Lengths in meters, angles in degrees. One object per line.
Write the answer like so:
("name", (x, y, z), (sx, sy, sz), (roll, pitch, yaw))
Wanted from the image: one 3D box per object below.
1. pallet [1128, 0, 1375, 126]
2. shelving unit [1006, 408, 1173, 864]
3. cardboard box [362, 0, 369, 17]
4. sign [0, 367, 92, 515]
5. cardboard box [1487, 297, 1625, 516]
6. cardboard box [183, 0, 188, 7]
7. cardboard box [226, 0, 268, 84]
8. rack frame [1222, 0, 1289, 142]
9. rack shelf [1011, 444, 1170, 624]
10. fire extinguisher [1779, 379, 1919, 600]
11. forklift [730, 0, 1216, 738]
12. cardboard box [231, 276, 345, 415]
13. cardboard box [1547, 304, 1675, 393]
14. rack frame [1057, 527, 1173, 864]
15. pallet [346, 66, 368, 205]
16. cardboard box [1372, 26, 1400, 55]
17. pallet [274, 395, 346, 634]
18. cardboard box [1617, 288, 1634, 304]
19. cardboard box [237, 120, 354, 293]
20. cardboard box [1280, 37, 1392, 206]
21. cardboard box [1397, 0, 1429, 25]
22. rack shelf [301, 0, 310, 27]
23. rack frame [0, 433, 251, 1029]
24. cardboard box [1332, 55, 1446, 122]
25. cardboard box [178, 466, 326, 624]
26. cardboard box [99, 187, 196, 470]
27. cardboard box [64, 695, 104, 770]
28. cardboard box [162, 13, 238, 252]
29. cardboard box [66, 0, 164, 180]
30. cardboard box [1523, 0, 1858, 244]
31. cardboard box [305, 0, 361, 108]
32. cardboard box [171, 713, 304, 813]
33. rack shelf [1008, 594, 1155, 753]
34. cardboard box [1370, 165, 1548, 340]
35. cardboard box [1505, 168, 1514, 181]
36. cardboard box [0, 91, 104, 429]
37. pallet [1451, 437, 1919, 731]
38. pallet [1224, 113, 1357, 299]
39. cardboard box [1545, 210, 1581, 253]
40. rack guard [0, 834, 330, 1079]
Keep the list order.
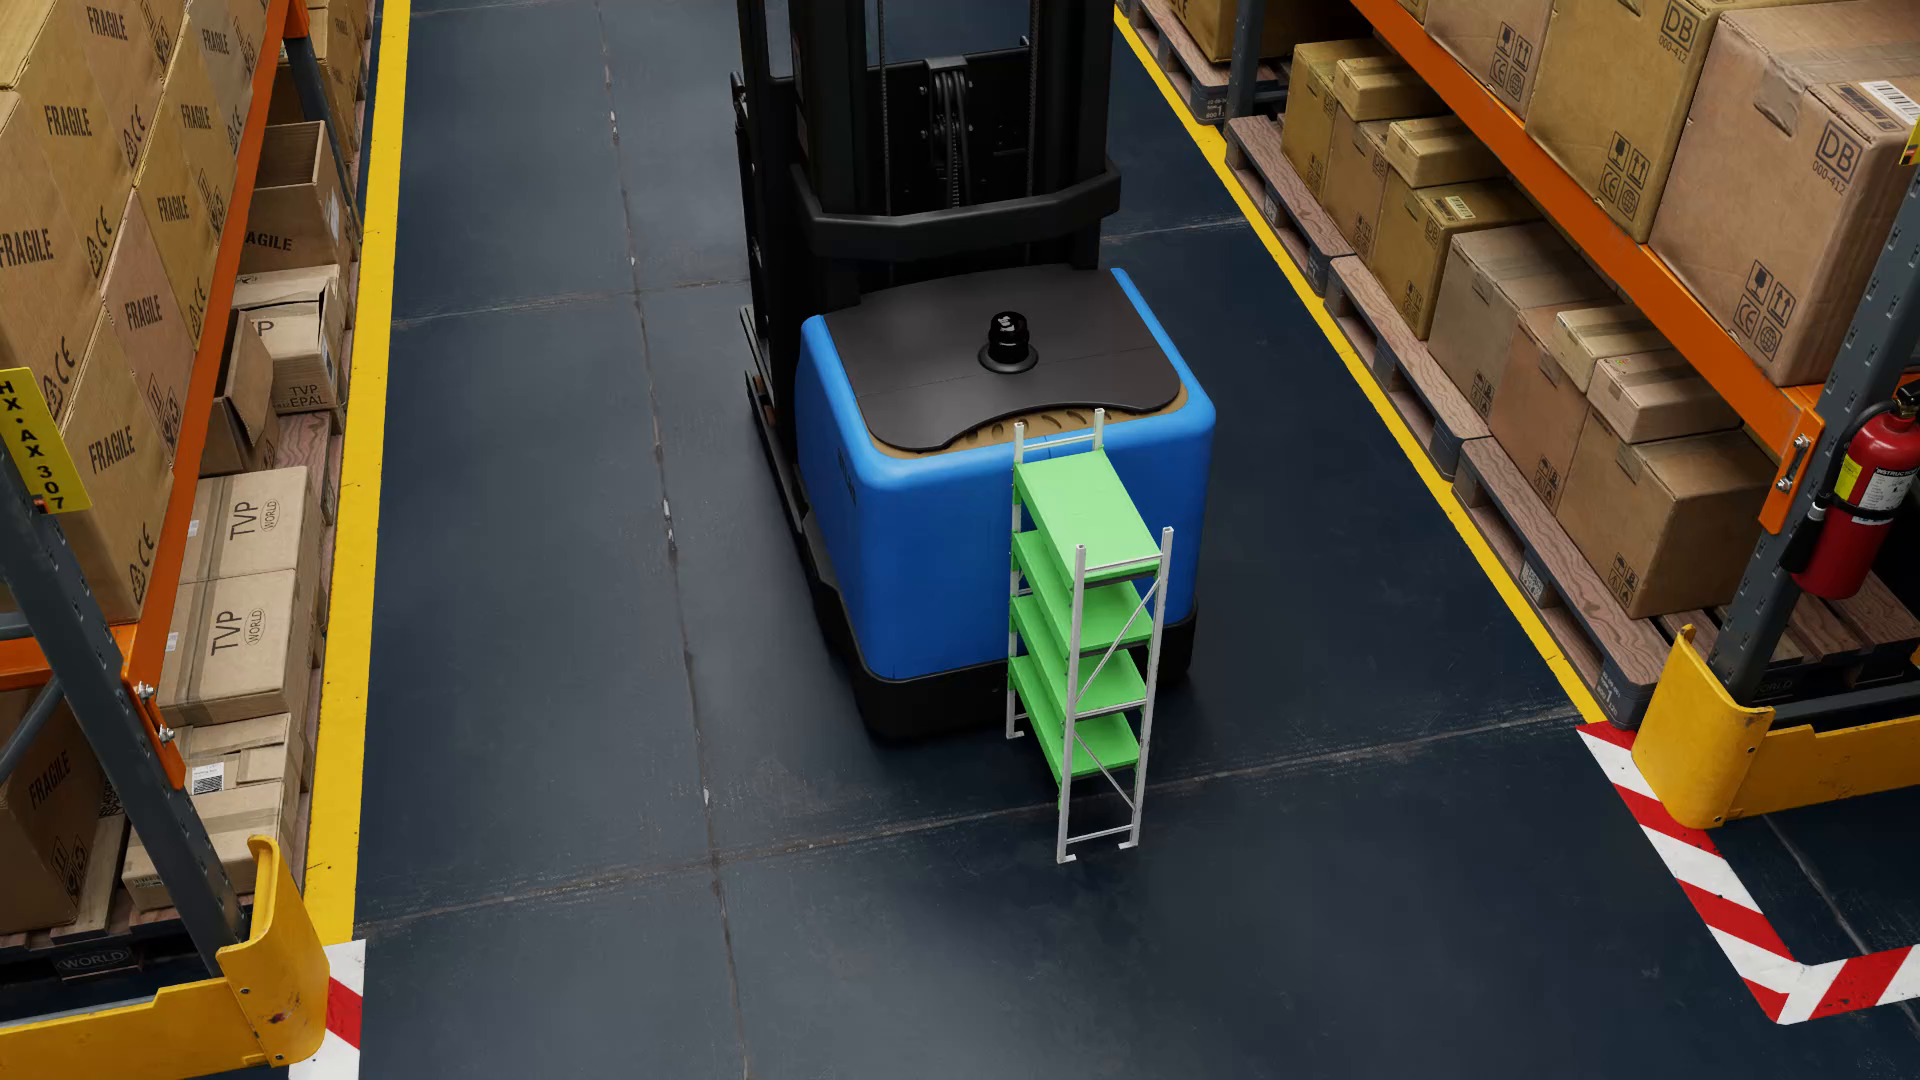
("pallet", (1.510, -2.526, 8.436), (1.003, 0.211, 1.213), (-8, 42, -9))
("shelving unit", (0.325, 0.288, 4.522), (0.258, 1.200, 0.503), (-11, 43, -12))
("cardboard box", (-3.288, -2.942, 8.356), (0.500, 0.500, 0.500), (-10, 43, -11))
("sign", (-1.693, -0.176, 3.036), (0.100, 0.325, 0.005), (-8, 42, -9))
("cardboard box", (2.257, -0.472, 5.589), (0.700, 0.500, 0.500), (-8, 42, -9))
("cardboard box", (-2.502, -1.829, 4.723), (0.500, 0.500, 0.500), (-8, 42, -9))
("cardboard box", (-2.615, -1.783, 5.424), (0.500, 0.500, 0.500), (-7, 42, -8))
("rack frame", (1.750, -3.079, 6.959), (1.000, 3.000, 0.127), (-8, 42, -9))
("rack shelf", (0.325, -0.023, 4.246), (0.258, 0.148, 0.480), (-11, 43, -12))
("fire extinguisher", (2.195, -0.154, 4.003), (0.296, 0.674, 0.183), (-8, 42, -9))
("forklift", (-0.172, -1.495, 5.226), (1.130, 2.935, 3.031), (-11, 43, -12))
("cardboard box", (-2.524, -0.711, 5.986), (0.500, 0.311, 0.500), (-8, 42, -9))
("cardboard box", (2.103, -0.613, 5.259), (0.380, 0.149, 0.250), (-7, 42, -8))
("rack frame", (0.392, 0.444, 4.347), (0.240, 1.200, 0.015), (-11, 43, -12))
("pallet", (-3.298, -1.846, 7.671), (1.003, 0.211, 1.213), (-8, 42, -9))
("cardboard box", (1.974, -2.167, 7.010), (0.380, 0.149, 0.250), (-9, 42, -10))
("pallet", (-2.672, -0.086, 5.688), (1.003, 0.211, 1.213), (-8, 42, -9))
("cardboard box", (2.423, -0.829, 5.502), (0.380, 0.149, 0.250), (-8, 42, -9))
("cardboard box", (-2.686, -1.268, 6.471), (0.500, 0.500, 0.500), (-8, 42, -9))
("cardboard box", (1.811, -1.802, 7.087), (0.700, 0.500, 0.500), (-8, 42, -9))
("cardboard box", (2.003, -2.364, 5.927), (0.980, 0.700, 0.700), (-9, 42, -10))
("rack shelf", (-3.518, -3.394, 7.856), (1.077, 0.370, 4.000), (-8, 42, -9))
("rack frame", (-2.223, 0.226, 3.236), (1.000, 3.000, 0.127), (-8, 42, -9))
("cardboard box", (1.707, -1.796, 6.592), (0.380, 0.149, 0.250), (-7, 42, -8))
("cardboard box", (-2.279, 0.048, 5.176), (0.500, 0.250, 0.500), (-8, 42, -9))
("cardboard box", (-2.177, -0.471, 3.945), (0.500, 0.500, 0.500), (-9, 42, -10))
("cardboard box", (-2.580, 0.528, 4.698), (0.380, 0.166, 0.250), (-8, 42, -9))
("cardboard box", (-2.389, -1.121, 4.678), (0.500, 0.500, 0.500), (-8, 42, -9))
("cardboard box", (-2.284, -1.174, 3.984), (0.500, 0.500, 0.500), (-8, 42, -9))
("cardboard box", (2.326, -1.398, 4.839), (0.980, 0.700, 0.700), (-9, 42, -10))
("cardboard box", (-3.078, -2.289, 7.621), (0.500, 0.500, 0.500), (-8, 42, -9))
("cardboard box", (-2.031, 0.638, 4.574), (0.380, 0.166, 0.250), (-8, 42, -9))
("rack shelf", (0.325, 0.336, 4.564), (0.258, 0.148, 0.480), (-11, 43, -12))
("cardboard box", (2.025, -1.143, 6.345), (0.700, 0.500, 0.500), (-7, 42, -8))
("cardboard box", (2.201, -1.491, 6.248), (0.380, 0.149, 0.250), (-8, 42, -9))
("cardboard box", (-2.061, -0.511, 3.238), (0.500, 0.500, 0.500), (-7, 42, -8))
("pallet", (2.364, 0.049, 5.535), (1.003, 0.211, 1.213), (-8, 42, -9))
("pallet", (1.838, -1.532, 7.317), (1.003, 0.211, 1.213), (-8, 42, -9))
("cardboard box", (2.312, -1.160, 5.875), (0.380, 0.149, 0.250), (-8, 42, -9))
("rack guard", (-2.239, 1.111, 4.121), (1.175, 0.500, 0.348), (-8, 42, -9))
